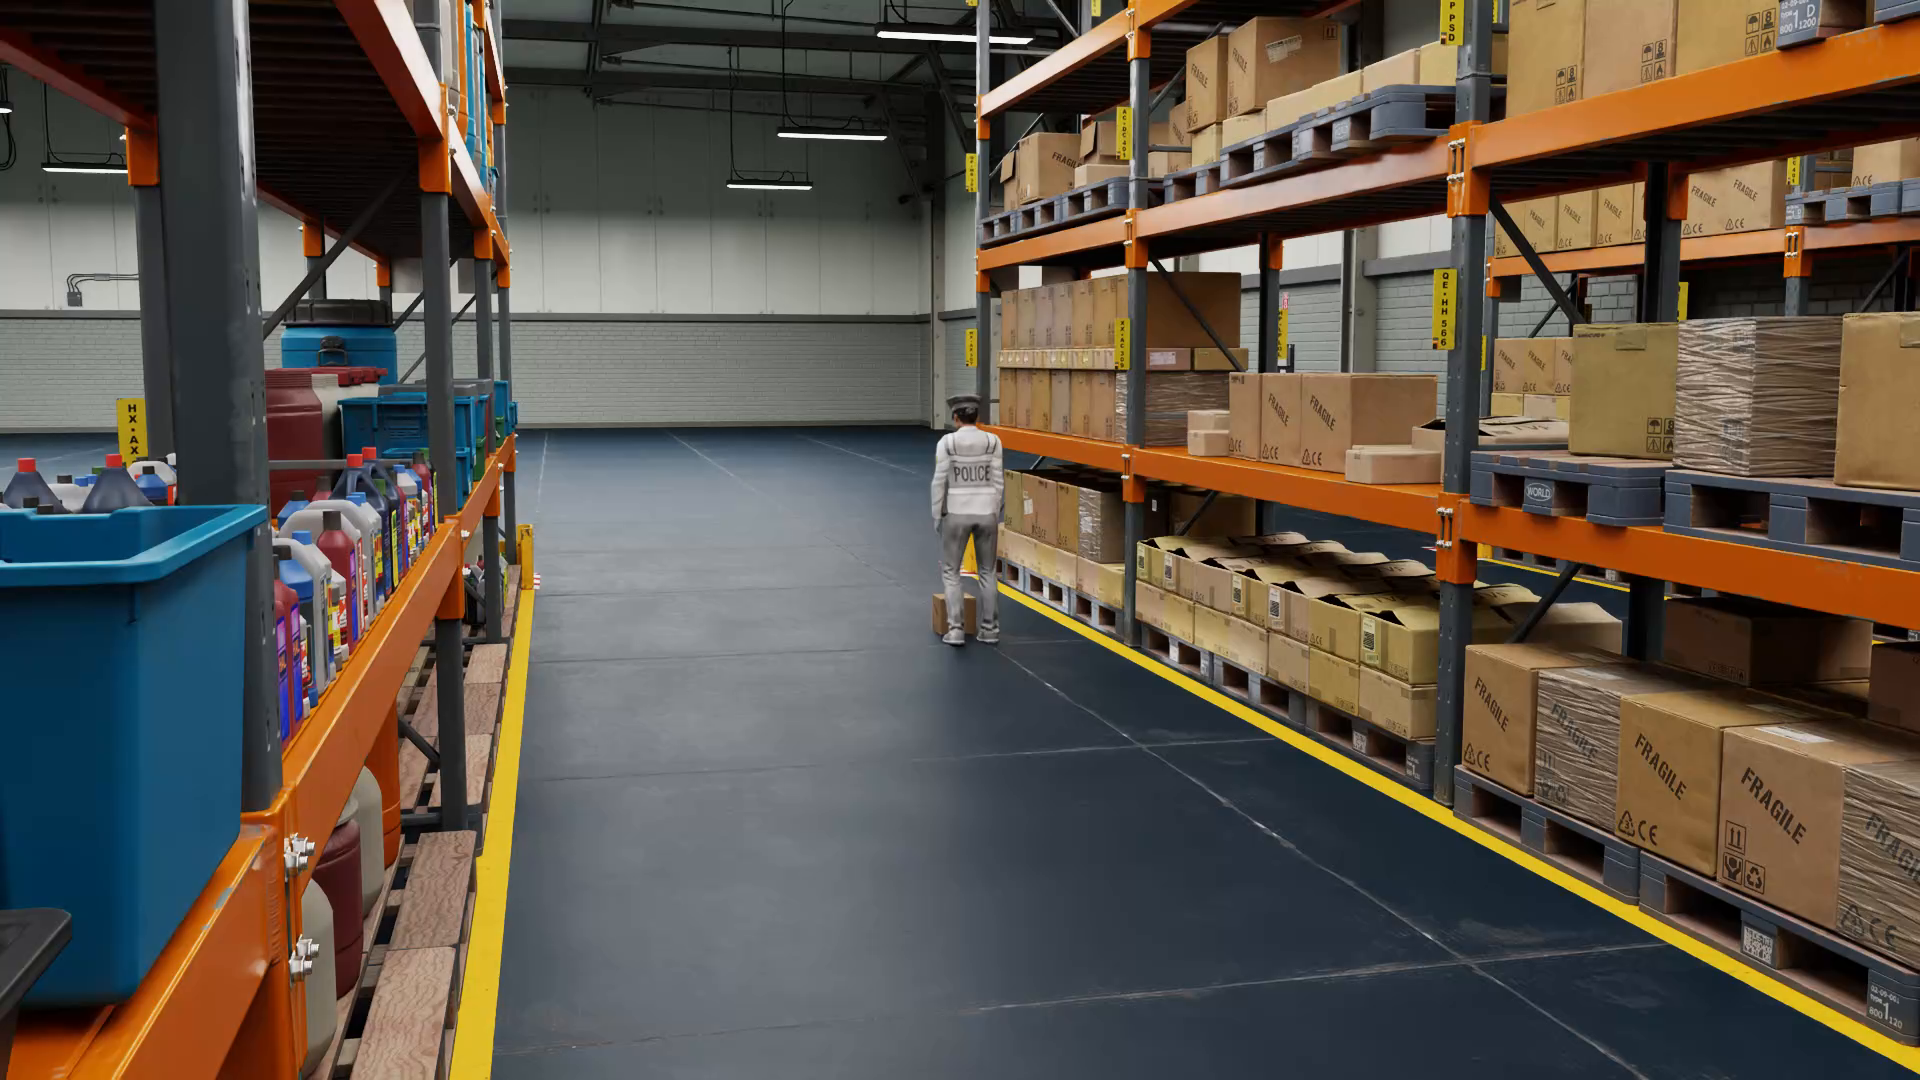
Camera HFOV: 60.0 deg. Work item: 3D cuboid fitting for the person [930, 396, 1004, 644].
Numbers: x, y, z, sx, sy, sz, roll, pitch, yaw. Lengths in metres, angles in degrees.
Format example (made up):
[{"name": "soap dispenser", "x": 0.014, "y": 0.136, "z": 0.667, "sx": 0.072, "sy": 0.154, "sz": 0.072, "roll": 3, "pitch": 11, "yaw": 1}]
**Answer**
[{"name": "person", "x": 0.044, "y": -0.124, "z": 10.978, "sx": 0.492, "sy": 1.641, "sz": 0.412, "roll": -1, "pitch": 6, "yaw": -11}]
